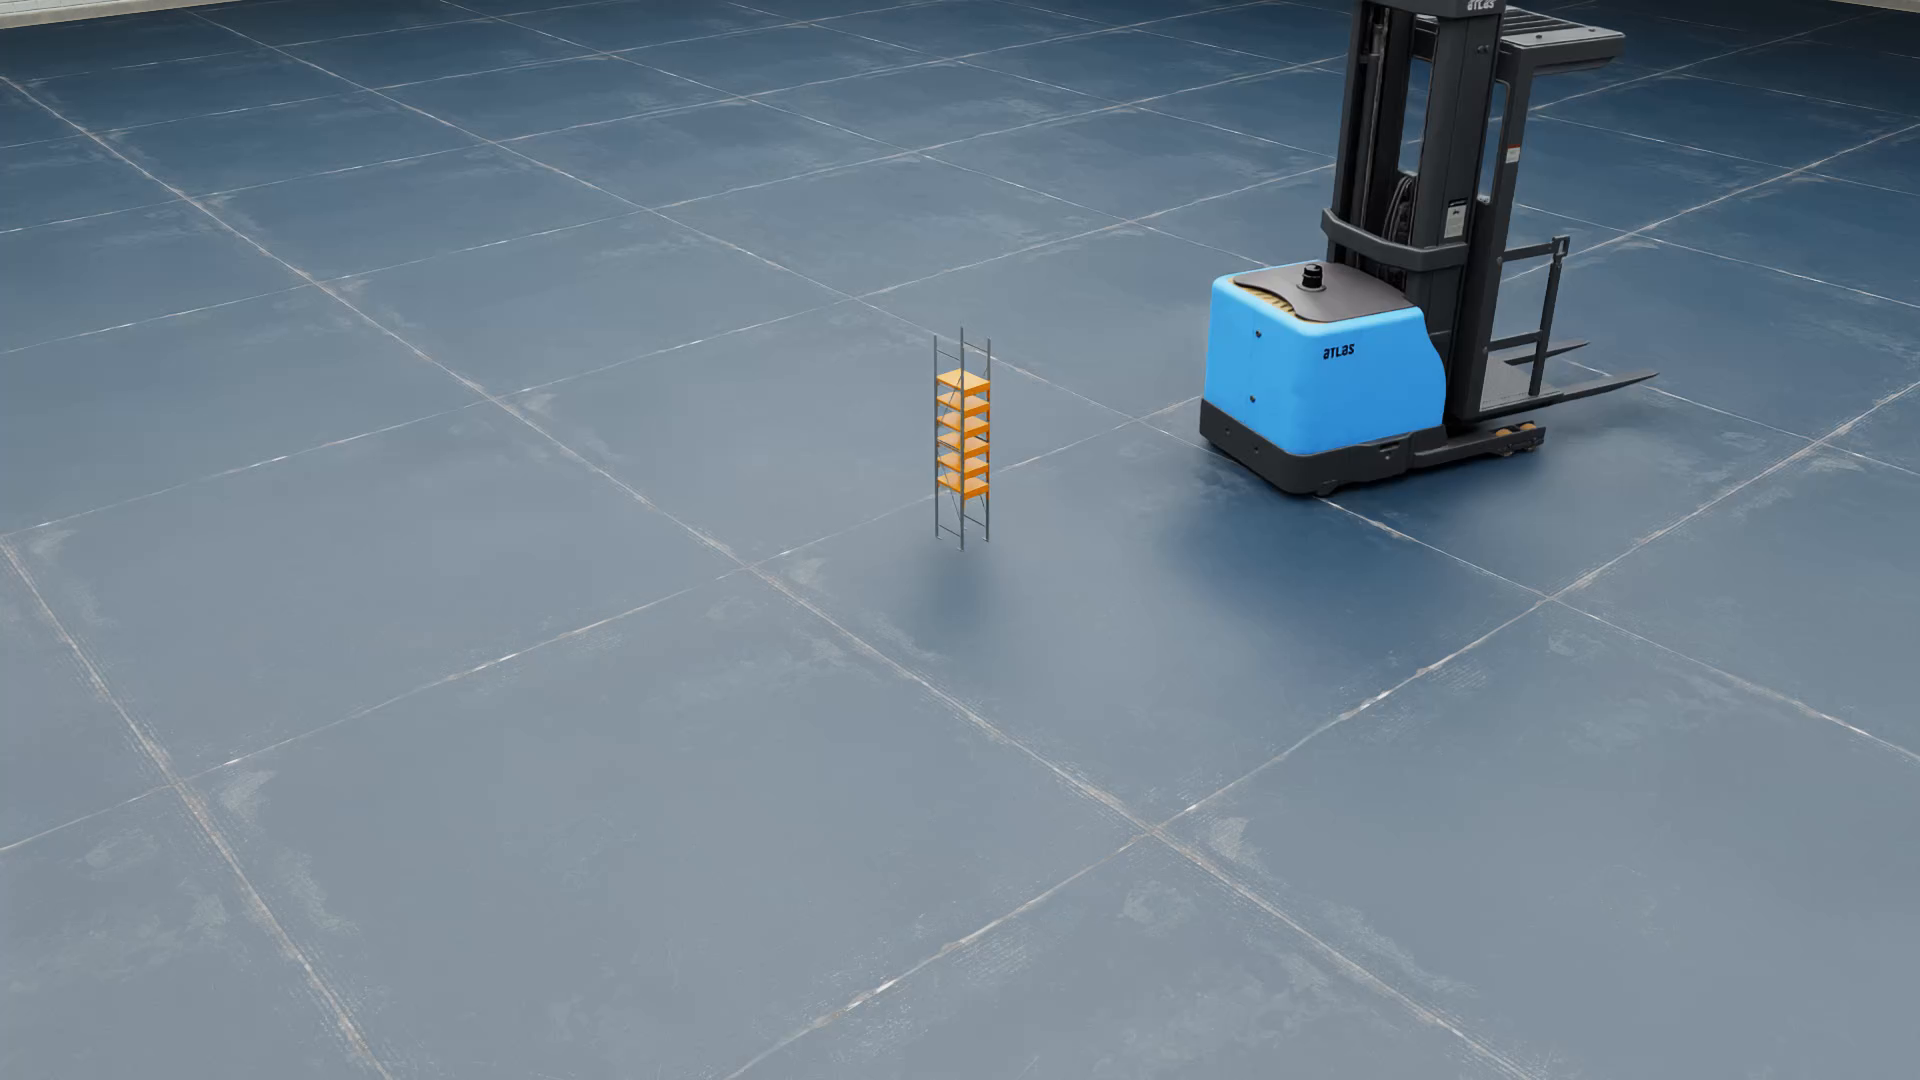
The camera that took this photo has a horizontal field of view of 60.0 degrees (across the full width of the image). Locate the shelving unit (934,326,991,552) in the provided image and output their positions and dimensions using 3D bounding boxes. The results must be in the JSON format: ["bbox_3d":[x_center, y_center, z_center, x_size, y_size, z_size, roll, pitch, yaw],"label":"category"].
[{"bbox_3d":[0.011,-0.534,8.975,0.189,1.200,0.258,-22,35,-35],"label":"shelving unit"}]

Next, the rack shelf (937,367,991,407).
[{"bbox_3d":[0.011,-0.812,8.827,0.180,0.103,0.258,-22,35,-35],"label":"rack shelf"}]

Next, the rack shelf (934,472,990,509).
[{"bbox_3d":[0.011,-0.283,9.110,0.180,0.103,0.258,-22,35,-35],"label":"rack shelf"}]

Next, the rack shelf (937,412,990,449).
[{"bbox_3d":[0.011,-0.600,8.940,0.180,0.103,0.258,-22,35,-35],"label":"rack shelf"}]

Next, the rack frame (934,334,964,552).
[{"bbox_3d":[-0.059,-0.506,8.923,0.006,1.200,0.240,-22,35,-35],"label":"rack frame"}]

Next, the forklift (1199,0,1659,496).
[{"bbox_3d":[3.043,-2.013,9.908,3.031,2.935,1.130,-13,31,-23],"label":"forklift"}]

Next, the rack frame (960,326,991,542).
[{"bbox_3d":[0.081,-0.562,9.028,0.006,1.200,0.240,-22,35,-35],"label":"rack frame"}]

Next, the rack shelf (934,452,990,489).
[{"bbox_3d":[0.011,-0.389,9.053,0.180,0.103,0.258,-22,35,-35],"label":"rack shelf"}]

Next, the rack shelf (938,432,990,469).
[{"bbox_3d":[0.011,-0.494,8.996,0.180,0.103,0.258,-22,35,-35],"label":"rack shelf"}]

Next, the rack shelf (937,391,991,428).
[{"bbox_3d":[0.011,-0.706,8.883,0.180,0.103,0.258,-22,35,-35],"label":"rack shelf"}]
